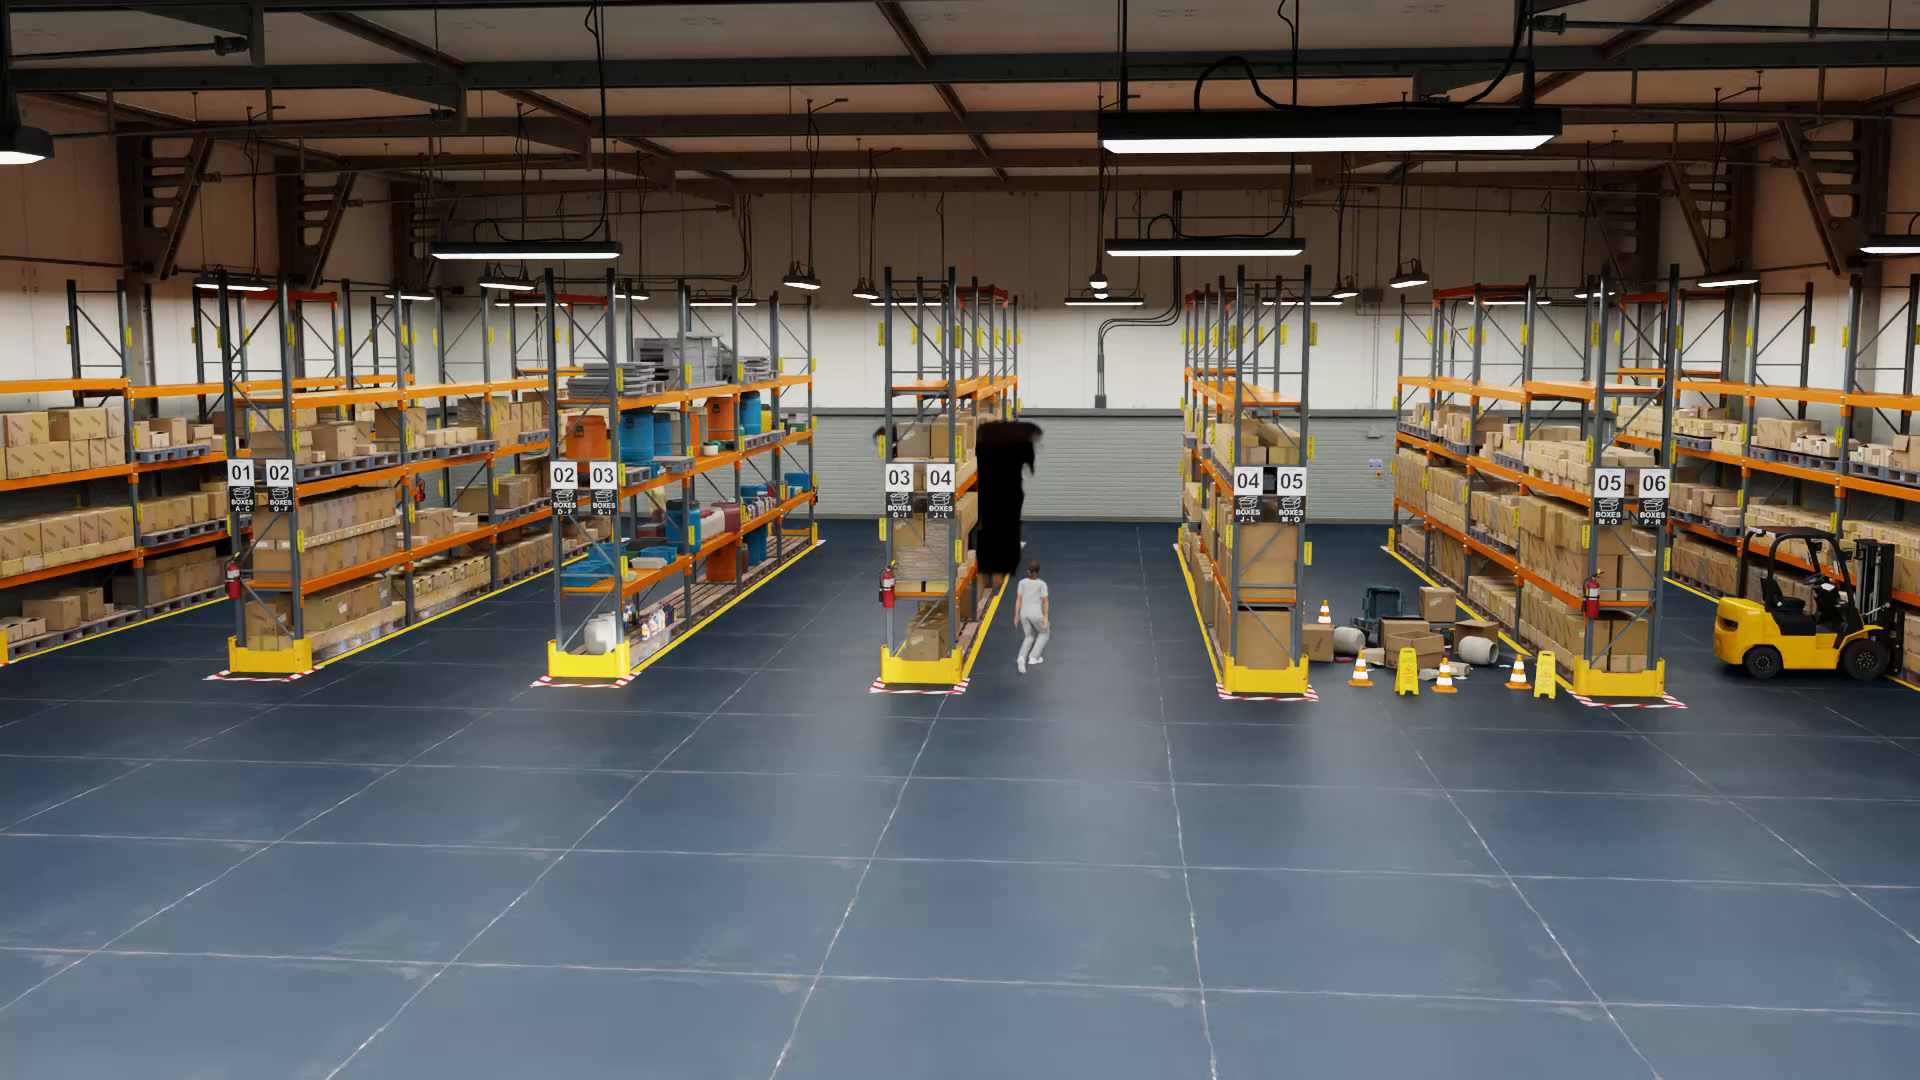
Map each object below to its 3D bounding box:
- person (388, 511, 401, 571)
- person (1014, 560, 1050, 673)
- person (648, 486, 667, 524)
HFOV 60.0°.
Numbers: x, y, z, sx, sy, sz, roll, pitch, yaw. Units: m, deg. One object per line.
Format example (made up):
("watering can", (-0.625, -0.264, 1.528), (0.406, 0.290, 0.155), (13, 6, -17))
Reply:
("person", (-11.792, -0.019, 34.336), (0.508, 1.721, 0.996), (0, 7, -1))
("person", (1.071, 1.115, 24.143), (0.438, 1.646, 0.548), (5, 9, 38))
("person", (-7.435, -0.791, 41.025), (0.508, 1.611, 1.073), (-3, 7, -22))
